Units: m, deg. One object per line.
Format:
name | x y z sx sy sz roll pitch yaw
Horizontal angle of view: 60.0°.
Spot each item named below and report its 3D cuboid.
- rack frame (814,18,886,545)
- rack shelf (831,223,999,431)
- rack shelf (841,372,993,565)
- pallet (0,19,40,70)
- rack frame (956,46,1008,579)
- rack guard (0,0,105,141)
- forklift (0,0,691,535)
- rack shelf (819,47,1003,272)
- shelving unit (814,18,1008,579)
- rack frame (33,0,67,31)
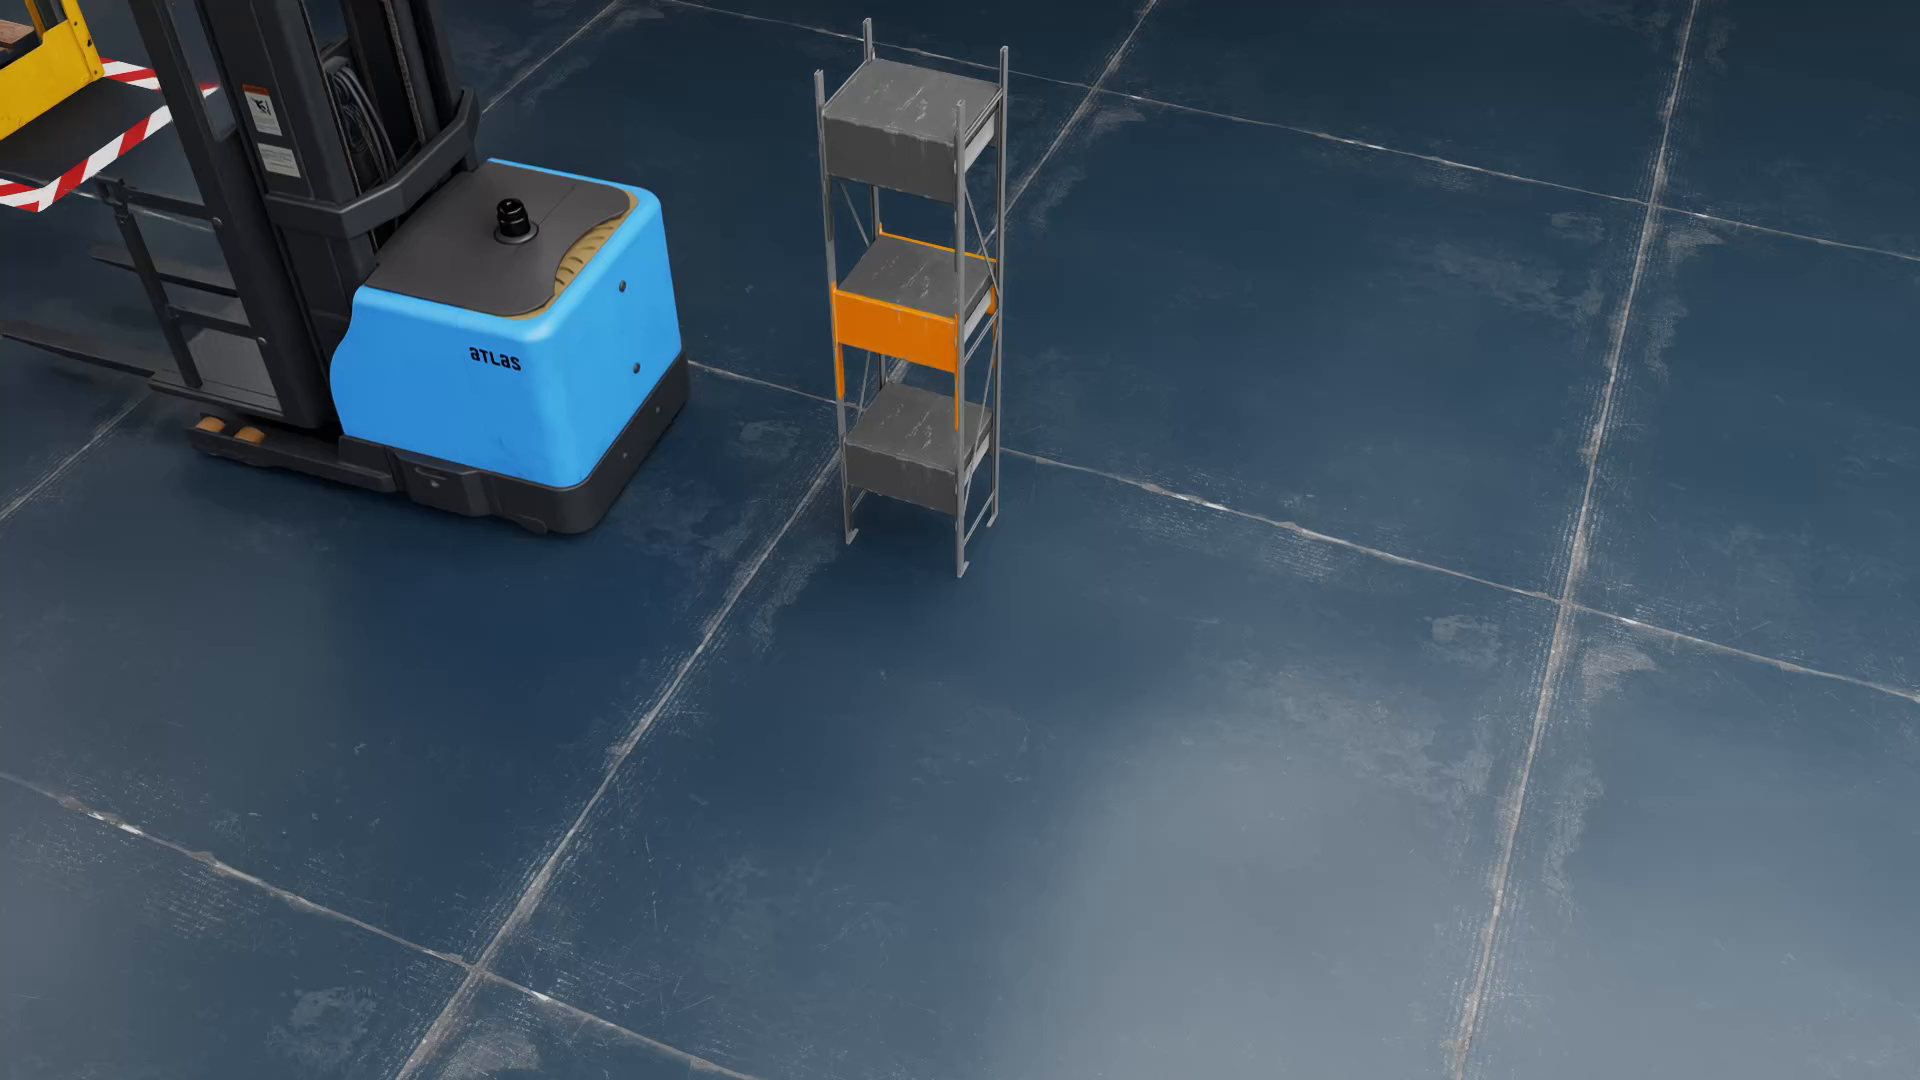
rack frame | -0.378 -0.856 6.121 0.015 2.100 0.400 16 47 16
rack shelf | -0.153 -0.780 6.064 0.480 0.518 0.431 16 47 16
rack shelf | -0.153 -0.283 6.558 0.480 0.518 0.431 16 47 16
pallet | -5.933 -2.640 9.254 1.213 0.211 1.003 16 47 16
rack frame | 0.072 -0.723 5.988 0.015 2.100 0.400 16 47 16
rack guard | -5.197 -2.499 8.907 0.348 0.500 1.175 16 47 16
forklift | -2.754 -1.692 6.372 3.031 2.935 1.130 14 46 13
rack shelf | -0.153 -1.276 5.570 0.480 0.518 0.431 16 47 16
shelving unit | -0.153 -0.789 6.055 0.503 2.100 0.431 16 47 16
rack frame | -5.127 -3.364 8.004 0.127 3.000 1.000 16 47 16
